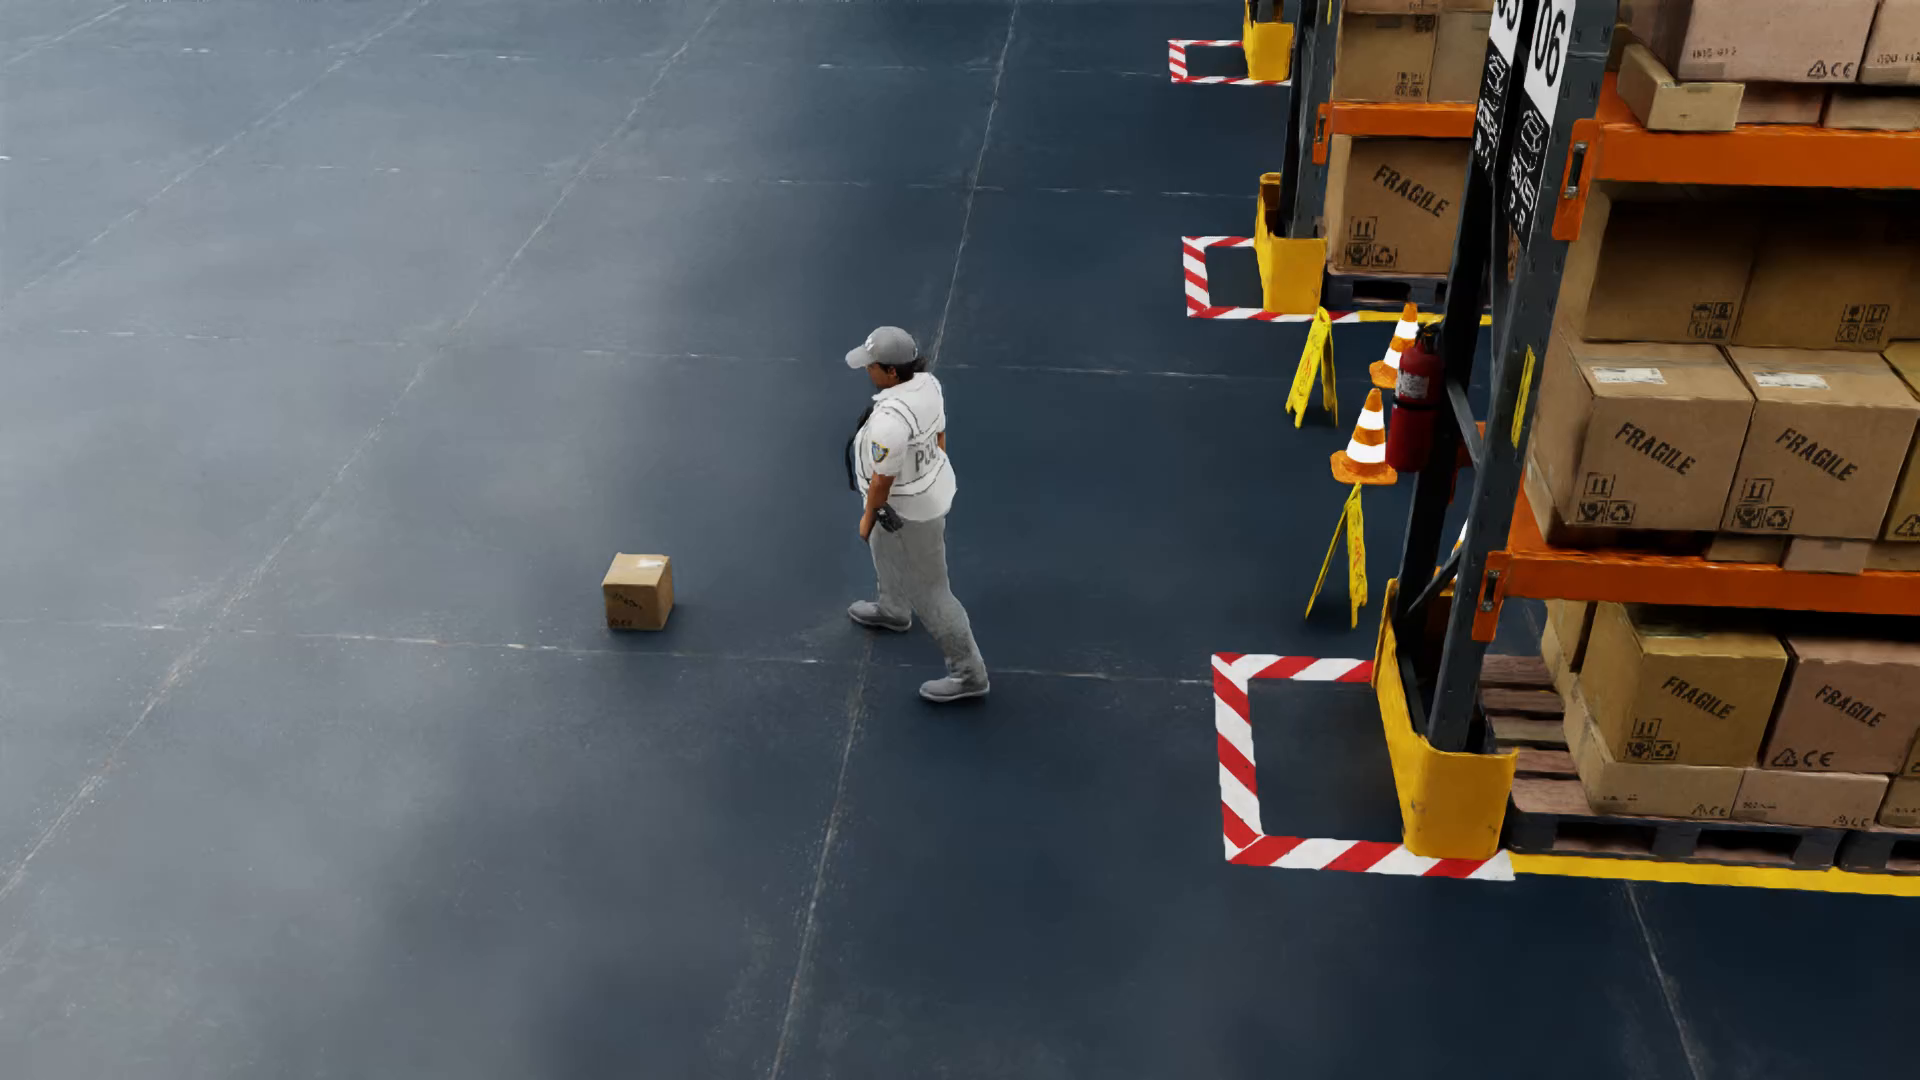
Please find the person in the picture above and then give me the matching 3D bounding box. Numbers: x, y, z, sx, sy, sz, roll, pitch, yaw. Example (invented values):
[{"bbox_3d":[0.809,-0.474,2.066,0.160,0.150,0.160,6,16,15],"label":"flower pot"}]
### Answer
[{"bbox_3d":[-0.199,-0.159,6.933,0.775,1.619,0.599,8,33,13],"label":"person"}]
